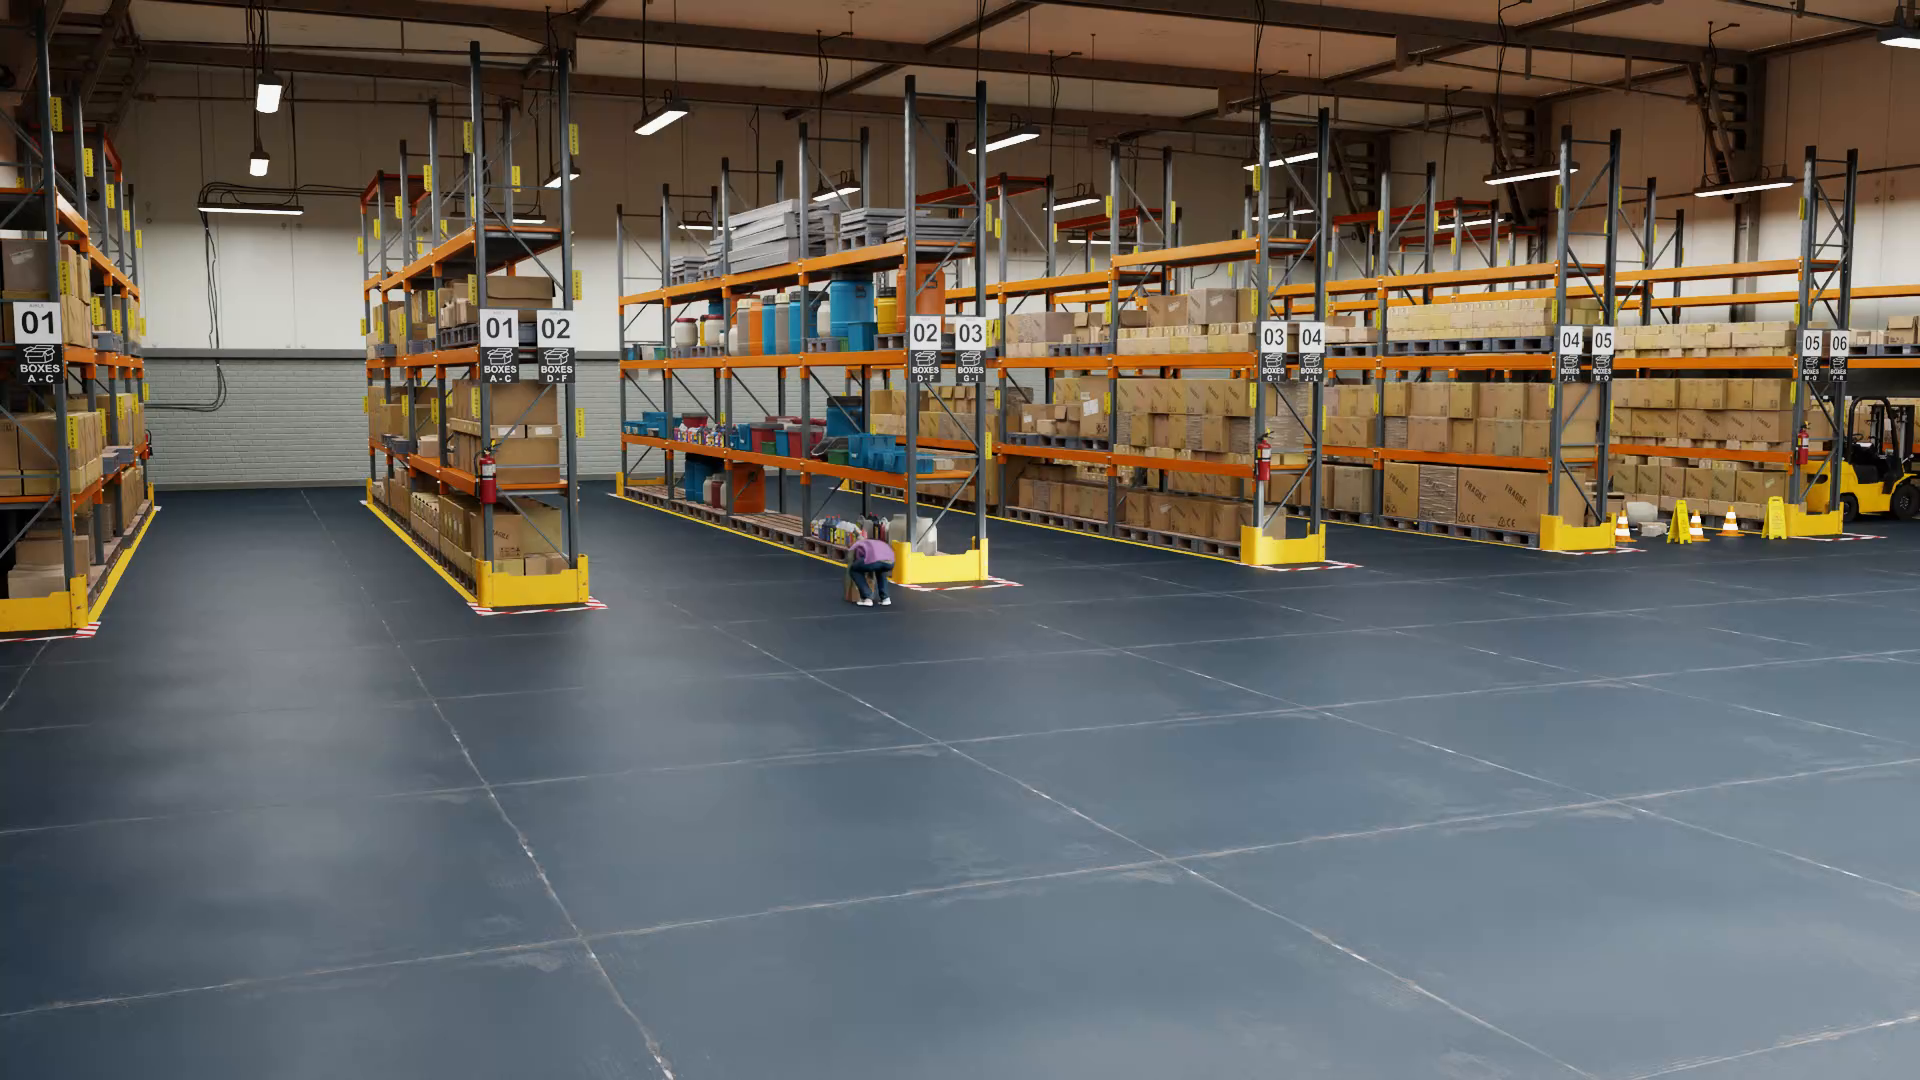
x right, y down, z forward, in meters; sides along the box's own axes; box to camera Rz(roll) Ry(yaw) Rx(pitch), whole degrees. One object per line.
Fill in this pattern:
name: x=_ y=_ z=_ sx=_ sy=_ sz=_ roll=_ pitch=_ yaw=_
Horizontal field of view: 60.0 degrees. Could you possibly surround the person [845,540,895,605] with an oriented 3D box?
person: x=-1.000 y=0.356 z=18.238 sx=0.422 sy=0.737 sz=0.873 roll=-3 pitch=6 yaw=-25
